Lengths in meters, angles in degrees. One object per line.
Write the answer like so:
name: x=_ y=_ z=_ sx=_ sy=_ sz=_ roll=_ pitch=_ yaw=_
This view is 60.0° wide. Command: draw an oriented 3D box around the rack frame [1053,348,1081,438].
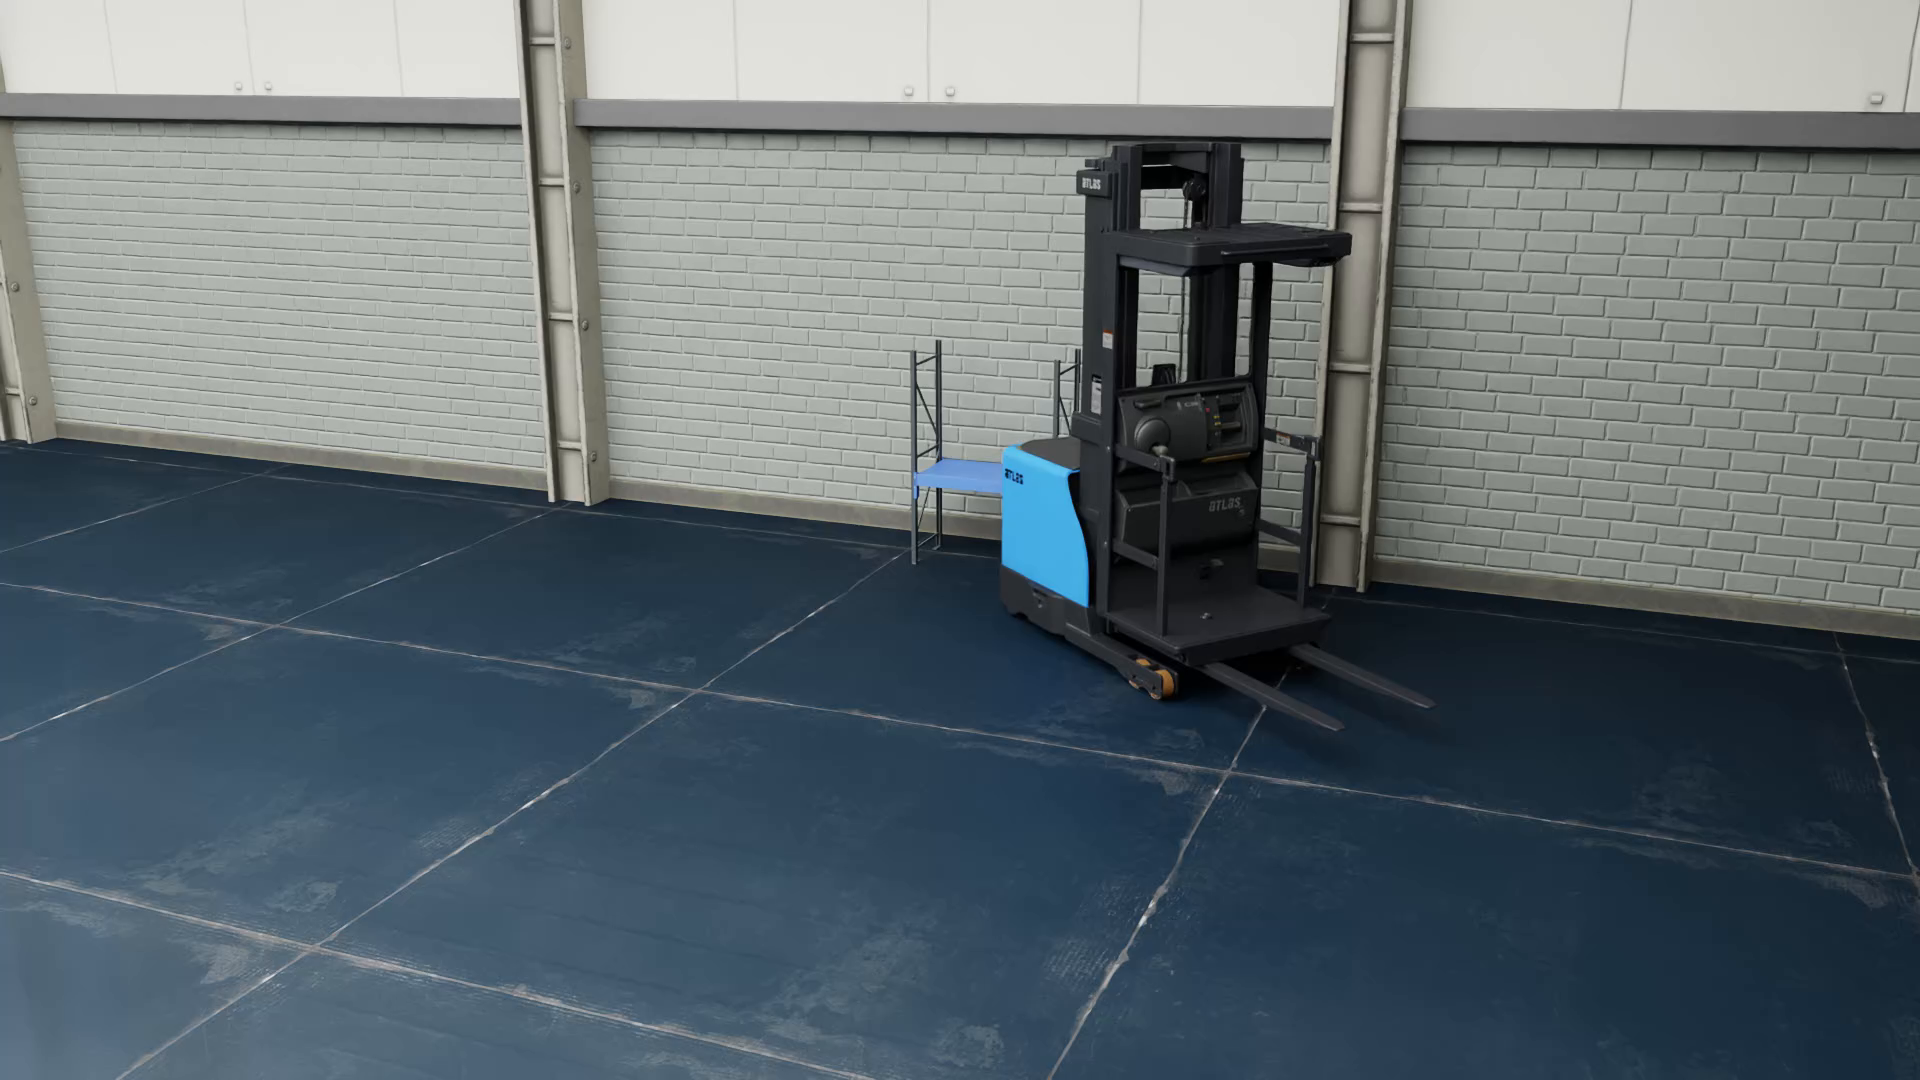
rack frame: x=0.716 y=-0.512 z=11.246 sx=0.032 sy=1.500 sz=0.500 roll=6 pitch=17 yaw=20

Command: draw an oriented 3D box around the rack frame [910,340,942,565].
rack frame: x=-0.232 y=-0.614 z=11.599 sx=0.032 sy=1.500 sz=0.500 roll=6 pitch=17 yaw=20

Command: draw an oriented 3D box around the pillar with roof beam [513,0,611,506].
pillar with roof beam: x=-4.617 y=-3.533 z=8.202 sx=0.400 sy=9.000 sz=9.100 roll=6 pitch=17 yaw=21

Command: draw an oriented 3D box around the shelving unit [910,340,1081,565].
shelving unit: x=0.242 y=-0.563 z=11.422 sx=1.048 sy=1.500 sz=0.538 roll=6 pitch=17 yaw=20

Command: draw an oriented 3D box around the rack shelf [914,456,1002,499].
rack shelf: x=0.242 y=-0.390 z=11.473 sx=1.000 sy=0.185 sz=0.538 roll=6 pitch=17 yaw=20

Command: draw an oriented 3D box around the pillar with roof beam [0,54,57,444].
pillar with roof beam: x=-10.198 y=-4.147 z=10.316 sx=0.400 sy=9.000 sz=9.100 roll=6 pitch=17 yaw=21

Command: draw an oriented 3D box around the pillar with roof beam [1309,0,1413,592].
pillar with roof beam: x=0.965 y=-2.919 z=6.088 sx=0.400 sy=9.000 sz=9.100 roll=6 pitch=17 yaw=21

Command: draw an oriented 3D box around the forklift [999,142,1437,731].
forklift: x=1.404 y=-0.673 z=9.235 sx=1.130 sy=2.935 sz=3.031 roll=-9 pitch=18 yaw=-28
